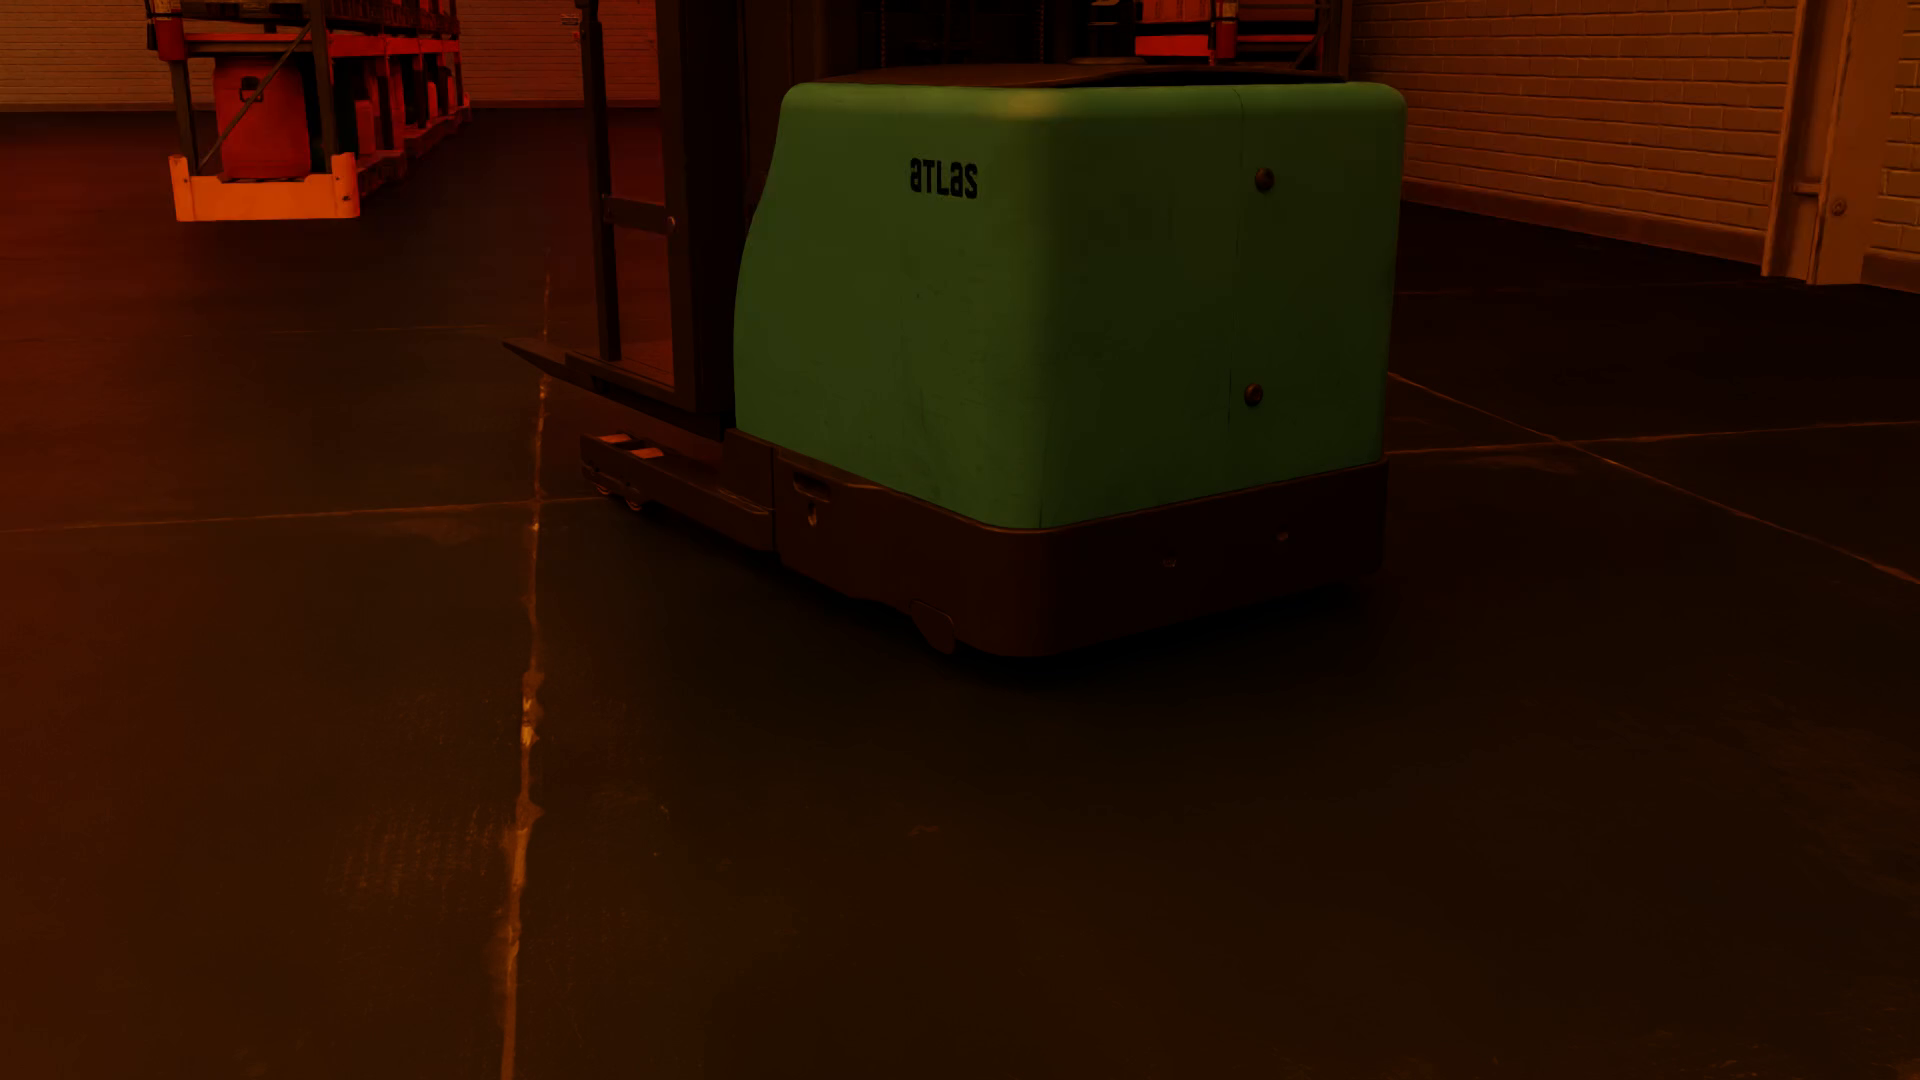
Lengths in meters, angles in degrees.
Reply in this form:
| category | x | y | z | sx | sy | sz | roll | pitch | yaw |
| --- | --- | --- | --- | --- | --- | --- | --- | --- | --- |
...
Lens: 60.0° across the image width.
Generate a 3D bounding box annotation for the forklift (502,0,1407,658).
| category | x | y | z | sx | sy | sz | roll | pitch | yaw |
| --- | --- | --- | --- | --- | --- | --- | --- | --- | --- |
| forklift | -0.350 | -1.547 | 4.075 | 1.130 | 2.935 | 3.031 | -11 | 20 | -34 |
